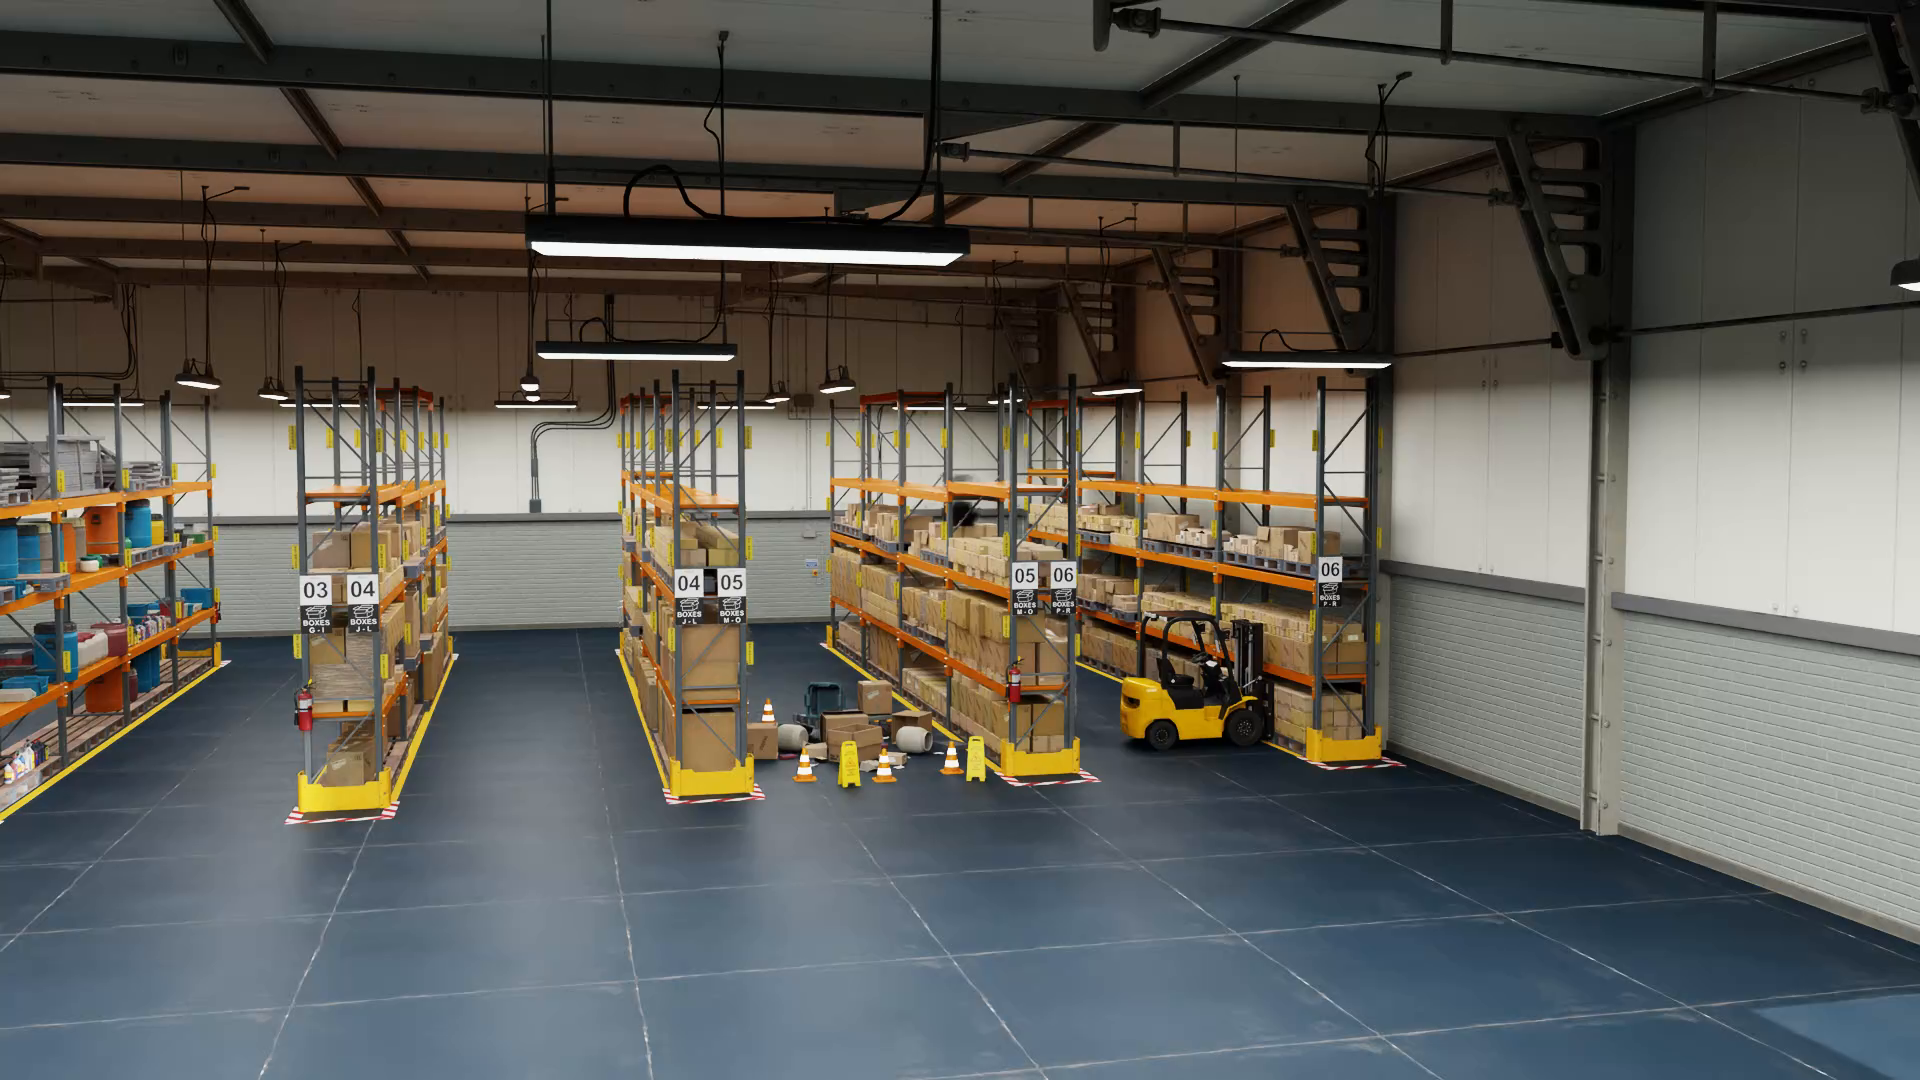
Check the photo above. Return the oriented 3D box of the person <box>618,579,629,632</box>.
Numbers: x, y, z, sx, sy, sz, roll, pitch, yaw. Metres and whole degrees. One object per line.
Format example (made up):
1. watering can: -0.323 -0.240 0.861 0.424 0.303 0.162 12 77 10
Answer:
1. person: -7.911 1.739 40.232 0.718 1.778 0.669 -2 4 -35

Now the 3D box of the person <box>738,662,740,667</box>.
1. person: -5.056 2.063 36.792 0.722 1.476 0.957 0 3 8
